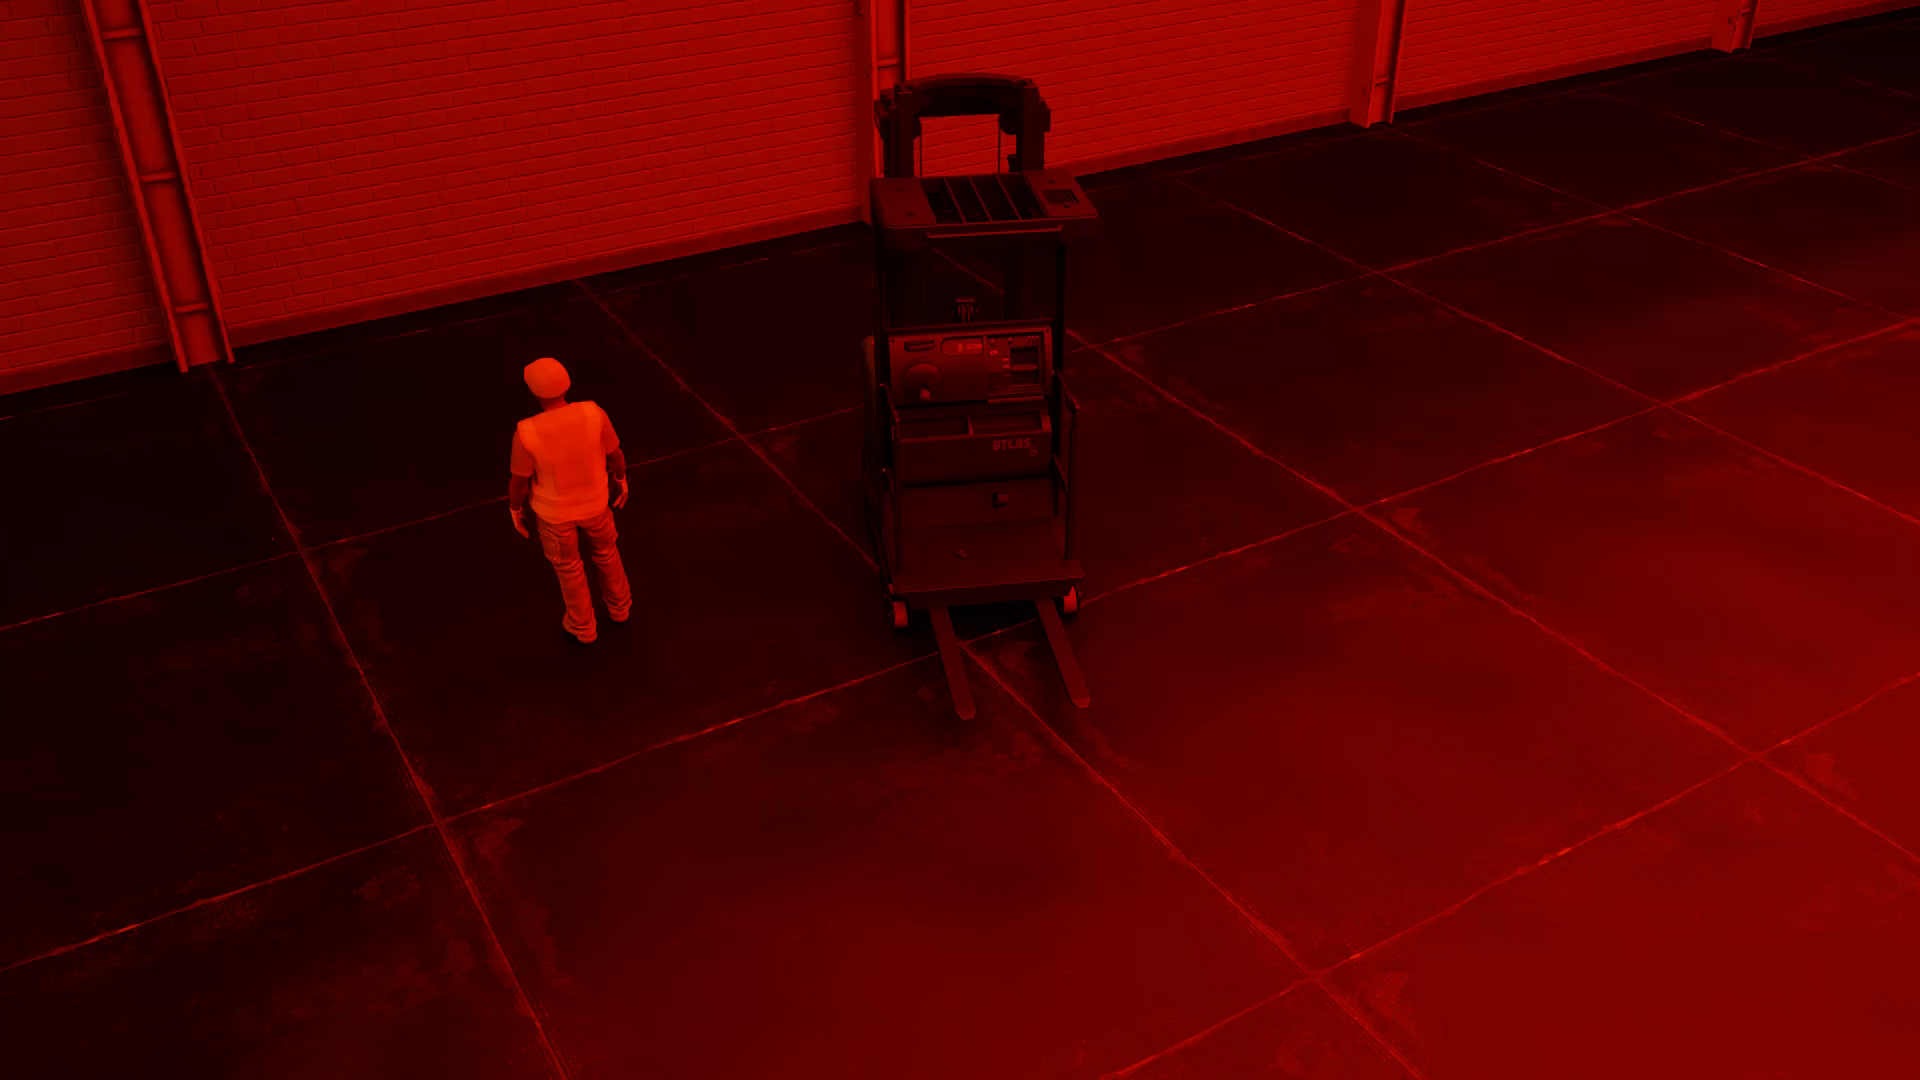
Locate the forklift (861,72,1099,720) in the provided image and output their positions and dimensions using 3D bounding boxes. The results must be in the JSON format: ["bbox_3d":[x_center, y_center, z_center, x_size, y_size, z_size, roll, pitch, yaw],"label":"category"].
[{"bbox_3d":[0.099,-0.941,9.218,1.130,2.935,3.031,-5,31,-8],"label":"forklift"}]

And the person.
[{"bbox_3d":[-2.159,-0.239,9.149,0.657,1.784,0.577,-15,34,-23],"label":"person"}]
